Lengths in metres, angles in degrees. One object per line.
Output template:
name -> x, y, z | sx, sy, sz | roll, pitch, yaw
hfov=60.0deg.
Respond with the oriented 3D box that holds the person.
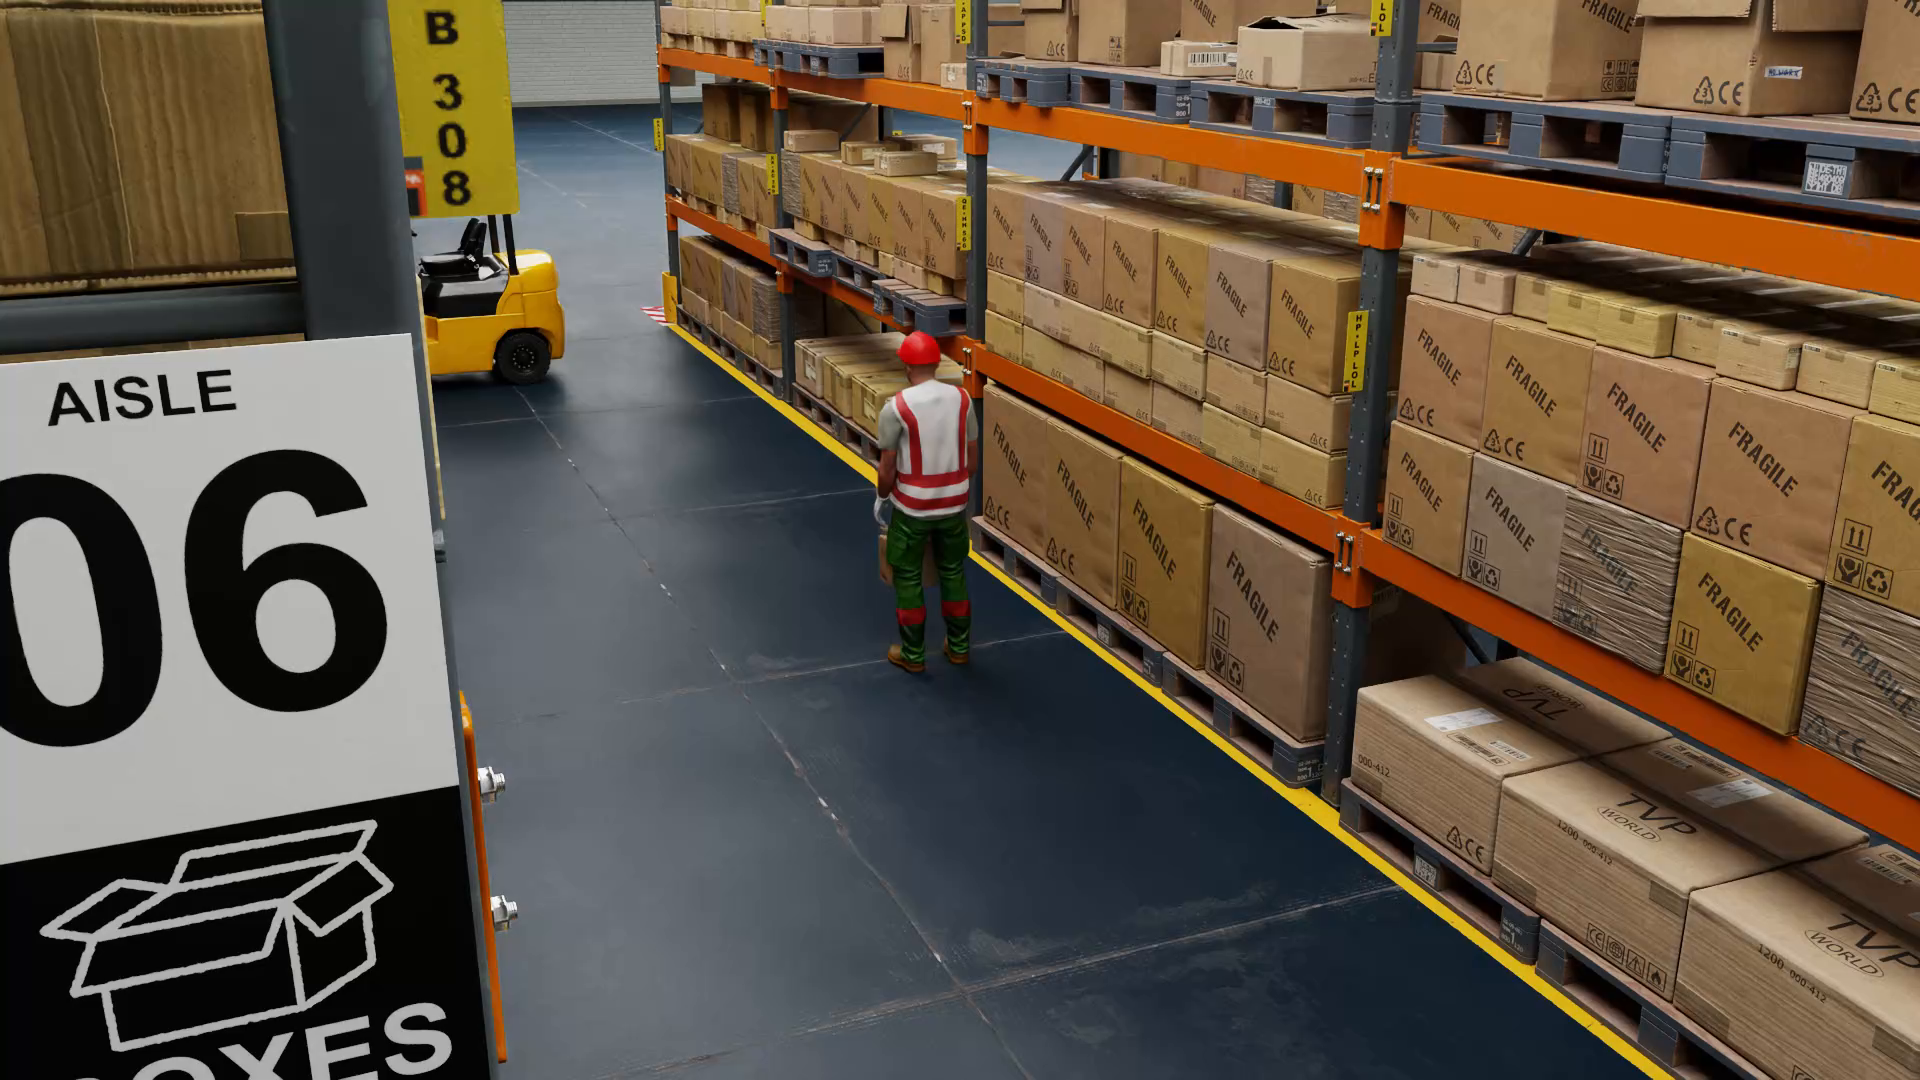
person -> -0.175, -0.188, 8.594 | 0.589, 1.779, 0.446 | -8, 20, -23
